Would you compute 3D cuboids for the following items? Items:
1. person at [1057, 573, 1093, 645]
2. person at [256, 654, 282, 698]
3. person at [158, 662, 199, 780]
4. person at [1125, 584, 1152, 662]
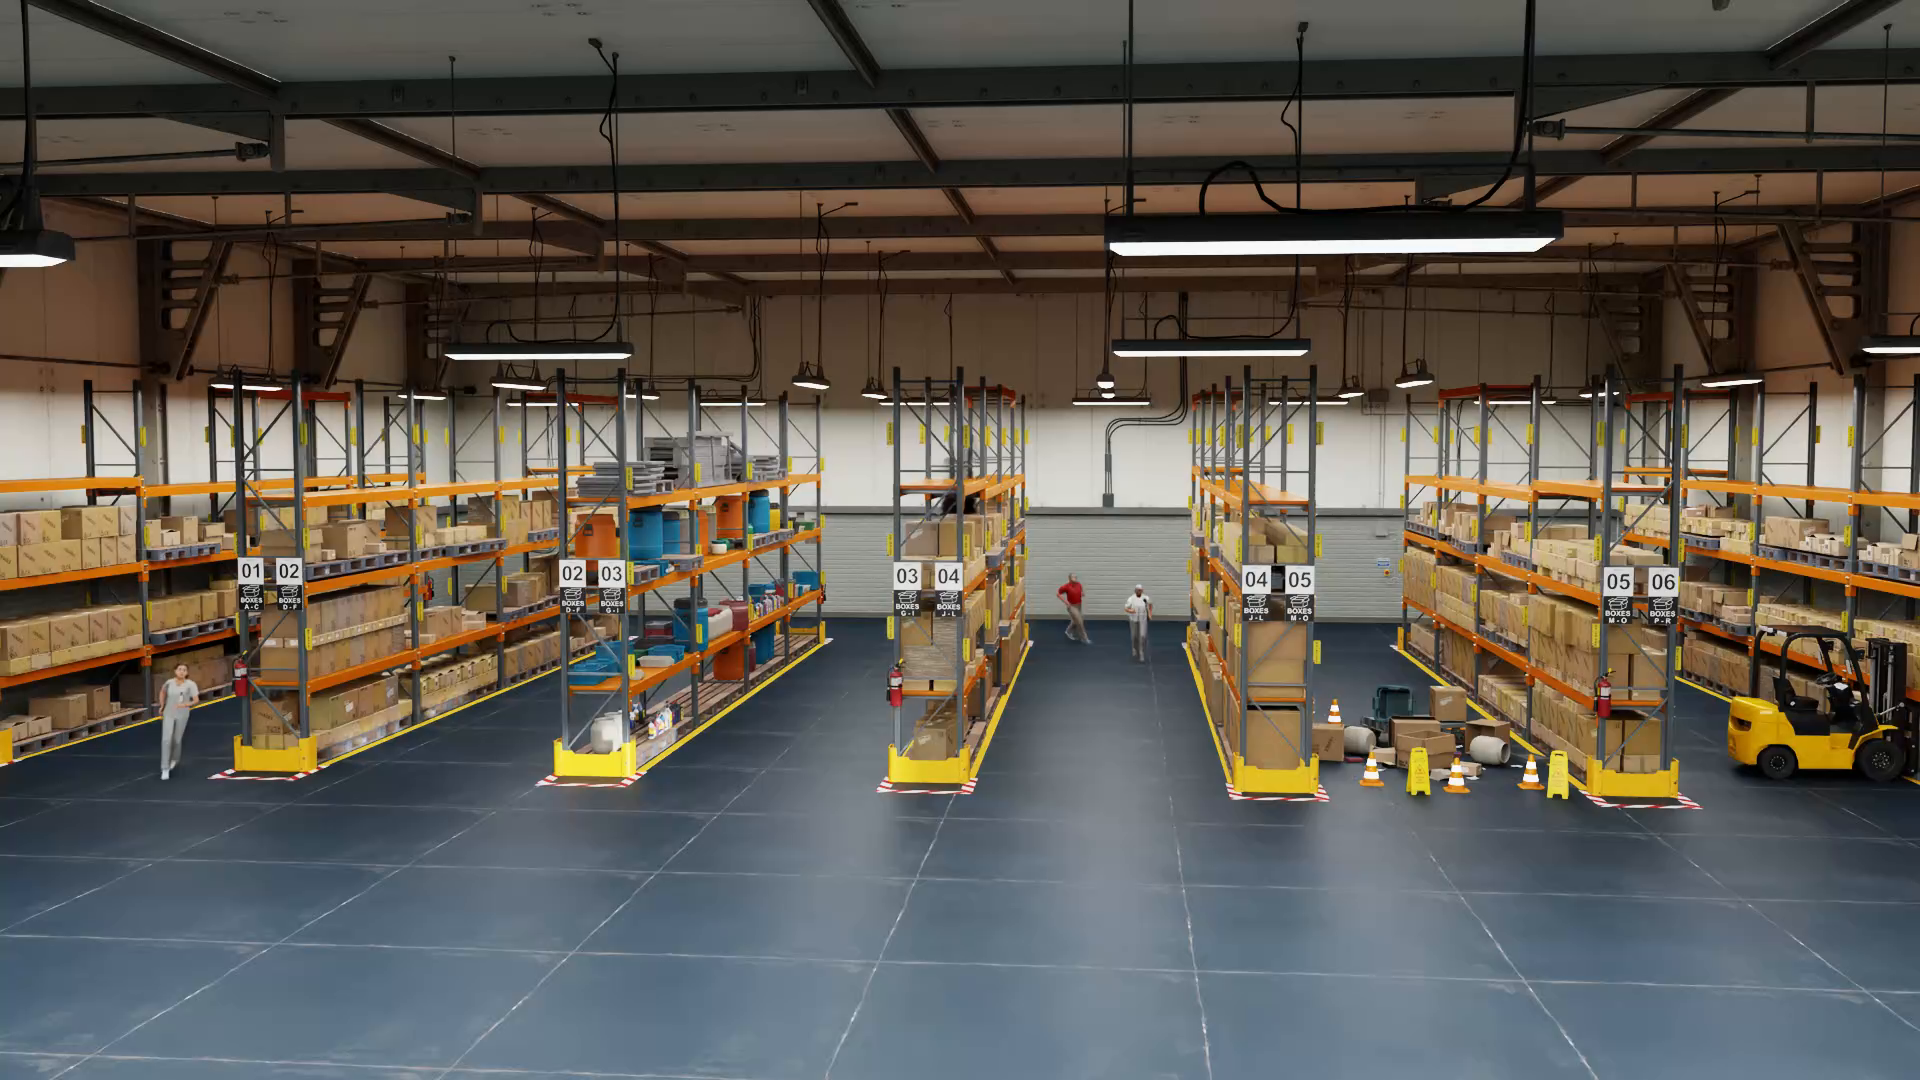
[{"bbox_3d":[2.741,1.655,40.242,0.903,1.720,0.682,4,5,45],"label":"person"},{"bbox_3d":[-11.878,2.420,28.794,0.608,1.603,0.581,0,4,1],"label":"person"},{"bbox_3d":[-11.577,2.645,24.661,0.564,1.689,0.817,-1,4,-19],"label":"person"},{"bbox_3d":[4.007,1.838,37.320,0.618,1.694,0.900,0,4,7],"label":"person"}]
